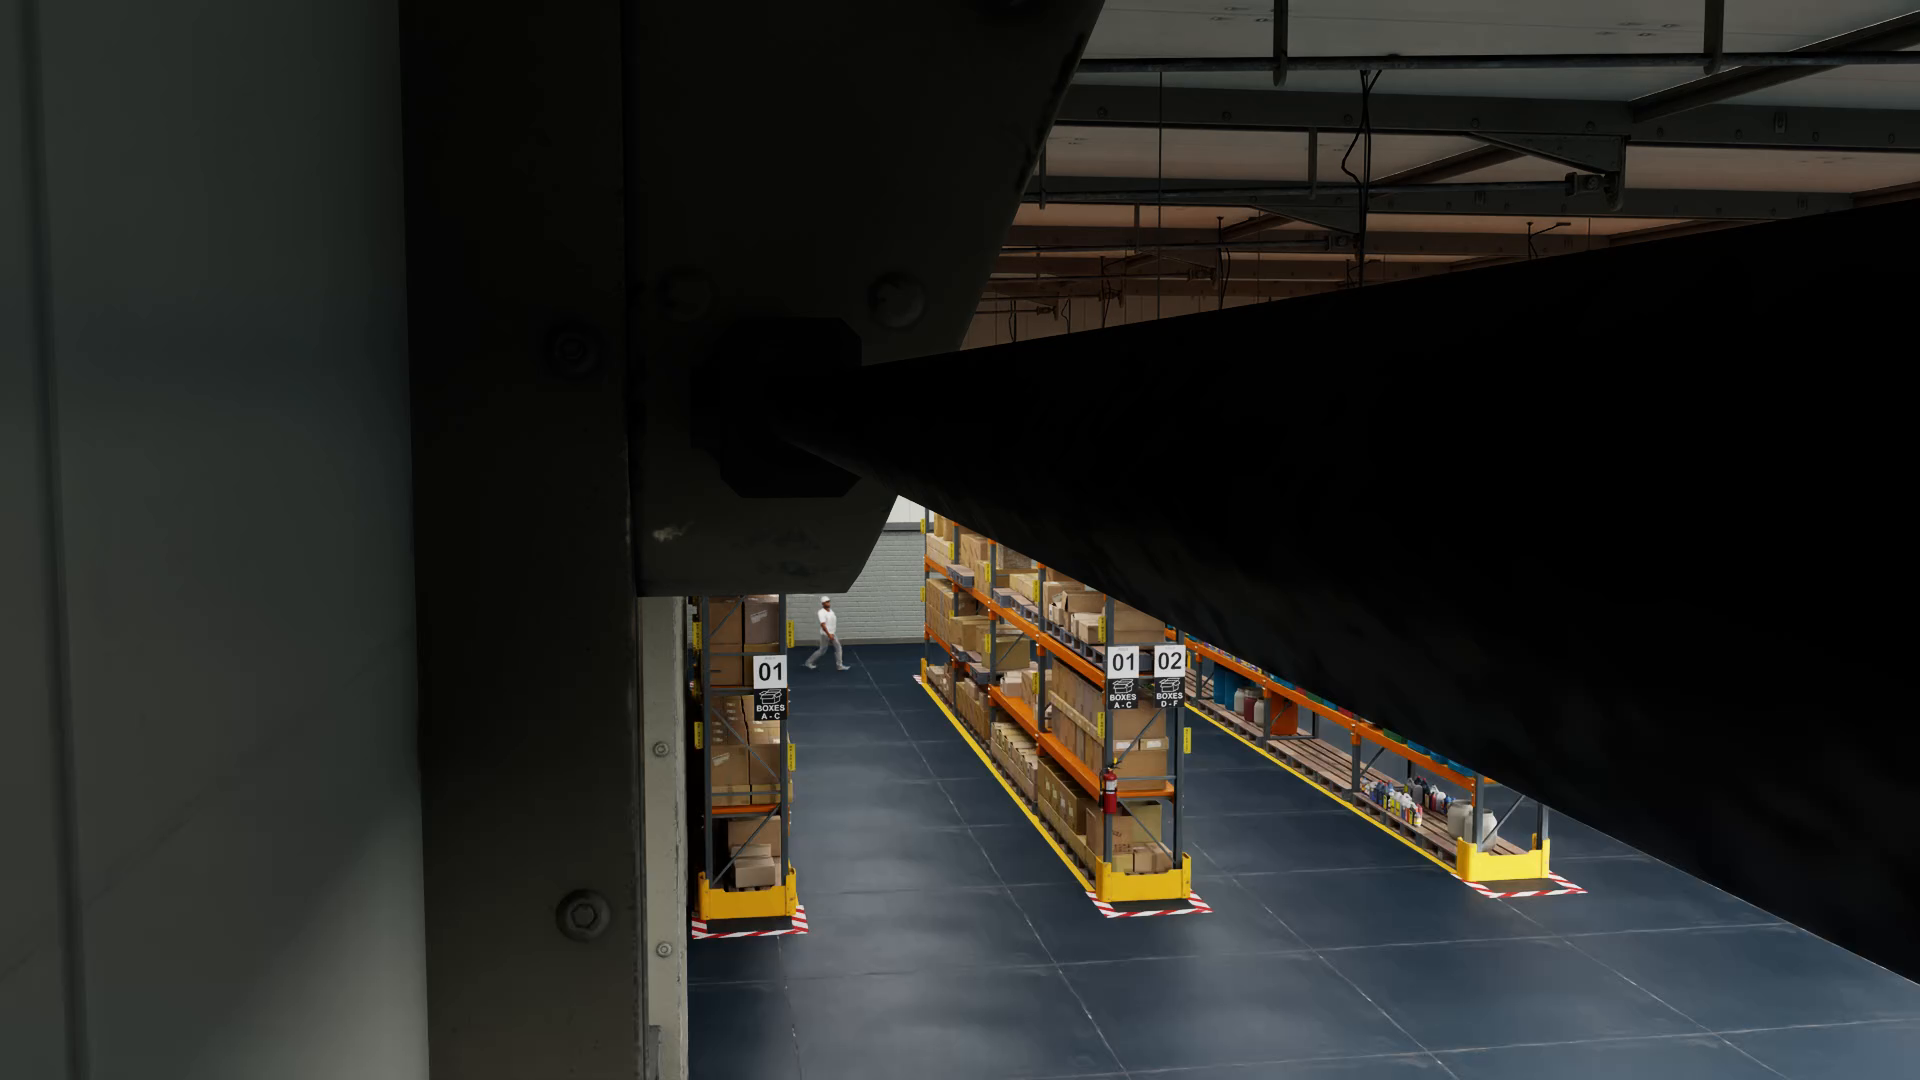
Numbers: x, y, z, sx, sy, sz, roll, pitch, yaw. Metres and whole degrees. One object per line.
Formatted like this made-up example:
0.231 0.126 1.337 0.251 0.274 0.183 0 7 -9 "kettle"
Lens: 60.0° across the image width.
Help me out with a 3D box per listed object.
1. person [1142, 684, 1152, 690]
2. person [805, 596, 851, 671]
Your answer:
3.712 2.536 33.151 0.629 1.764 0.636 -2 6 -25 "person"
-3.024 2.147 37.943 1.026 1.717 0.654 1 5 11 "person"
